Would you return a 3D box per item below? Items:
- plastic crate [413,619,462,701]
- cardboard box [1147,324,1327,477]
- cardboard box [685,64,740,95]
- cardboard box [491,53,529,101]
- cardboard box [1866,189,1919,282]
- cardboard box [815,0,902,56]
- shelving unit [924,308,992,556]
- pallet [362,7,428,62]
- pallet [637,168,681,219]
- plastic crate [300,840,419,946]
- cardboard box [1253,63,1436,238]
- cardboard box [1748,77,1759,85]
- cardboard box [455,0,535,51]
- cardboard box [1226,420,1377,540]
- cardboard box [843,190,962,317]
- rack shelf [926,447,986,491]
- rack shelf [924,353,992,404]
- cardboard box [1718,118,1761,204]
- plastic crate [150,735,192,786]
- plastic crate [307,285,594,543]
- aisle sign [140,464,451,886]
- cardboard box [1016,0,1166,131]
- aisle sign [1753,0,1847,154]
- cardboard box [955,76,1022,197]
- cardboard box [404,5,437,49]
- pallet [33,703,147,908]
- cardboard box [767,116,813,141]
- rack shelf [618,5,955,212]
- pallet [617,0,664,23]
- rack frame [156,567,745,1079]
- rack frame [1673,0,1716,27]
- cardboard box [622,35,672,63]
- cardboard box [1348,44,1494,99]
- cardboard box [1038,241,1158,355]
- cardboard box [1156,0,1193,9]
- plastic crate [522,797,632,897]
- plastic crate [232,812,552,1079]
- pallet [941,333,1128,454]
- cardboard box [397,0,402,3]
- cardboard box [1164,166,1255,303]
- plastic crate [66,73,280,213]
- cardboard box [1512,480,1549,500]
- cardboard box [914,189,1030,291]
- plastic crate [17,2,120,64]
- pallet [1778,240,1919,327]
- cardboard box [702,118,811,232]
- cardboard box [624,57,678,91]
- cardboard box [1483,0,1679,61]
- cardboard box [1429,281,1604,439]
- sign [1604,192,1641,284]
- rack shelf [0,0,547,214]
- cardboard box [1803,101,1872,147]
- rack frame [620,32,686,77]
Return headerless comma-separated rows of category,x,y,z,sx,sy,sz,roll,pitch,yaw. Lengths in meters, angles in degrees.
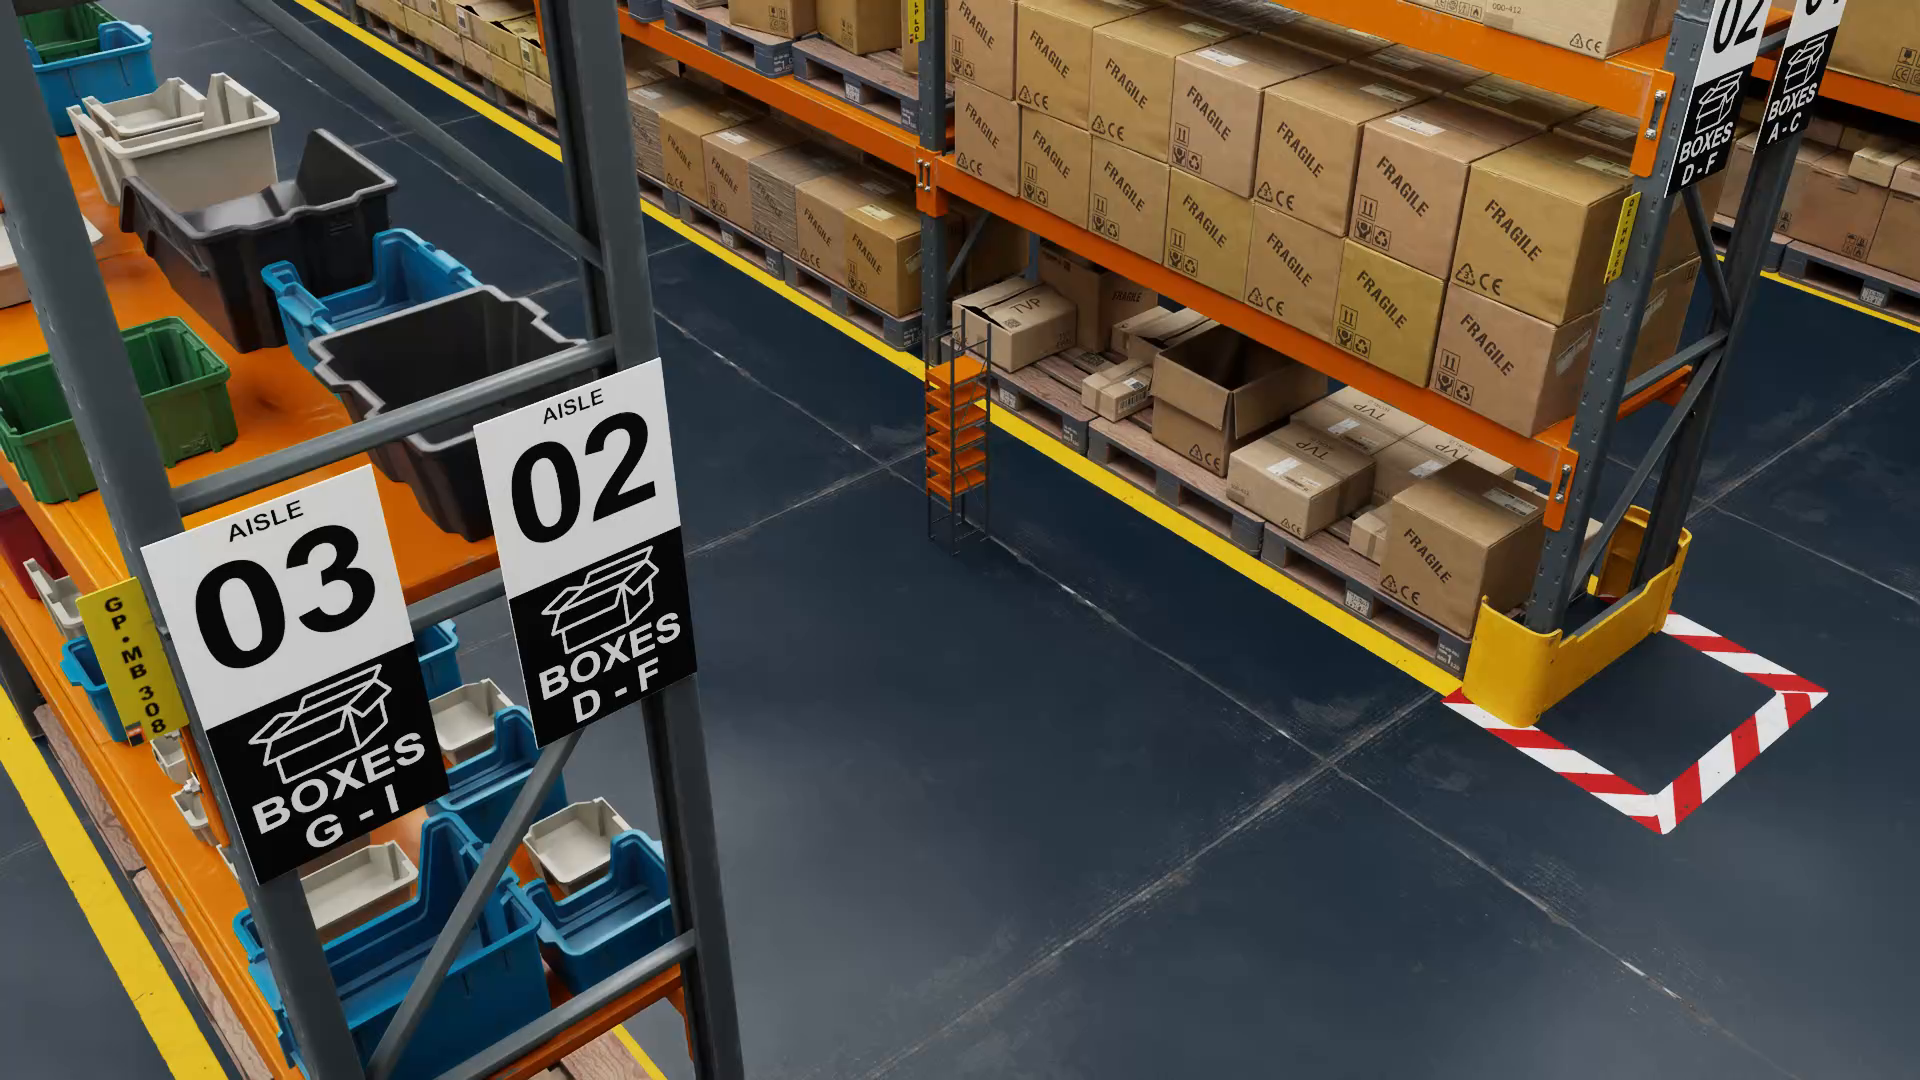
plastic crate,-1.762,0.412,5.165,0.416,0.233,0.300,-26,43,-32
cardboard box,1.417,-0.763,8.512,0.797,0.503,0.637,-26,43,-32
cardboard box,-1.559,-3.313,11.466,0.500,0.250,0.500,-24,42,-30
cardboard box,-3.242,-3.613,12.772,0.500,0.250,0.500,-27,43,-32
cardboard box,6.035,-1.936,10.188,0.700,0.500,0.500,-26,43,-32
cardboard box,-0.427,-3.215,9.744,0.700,0.500,0.500,-19,40,-25
shelving unit,-0.009,-0.496,7.912,0.258,1.200,0.189,-26,43,-32
pallet,-4.457,-4.513,14.440,1.003,0.211,1.213,-26,43,-32
pallet,-1.928,-2.714,11.900,1.003,0.211,1.213,-26,43,-32
plastic crate,-1.669,0.972,4.458,0.396,0.136,0.243,-26,43,-32
cardboard box,1.619,-1.657,7.042,0.500,0.500,0.500,-25,42,-31
cardboard box,5.119,-3.005,11.136,0.380,0.149,0.250,-26,43,-31
cardboard box,-3.571,-4.065,12.924,0.500,0.311,0.500,-26,43,-32
cardboard box,1.652,-0.300,8.077,0.500,0.250,0.500,-26,43,-32
cardboard box,-0.337,-1.700,9.838,0.500,0.500,0.500,-26,43,-32
rack shelf,-0.009,-0.362,8.007,0.258,0.103,0.180,-26,43,-32
rack shelf,-0.009,-0.754,7.730,0.258,0.103,0.180,-26,43,-32
cardboard box,5.037,-2.612,11.142,0.700,0.500,0.500,-25,42,-31
plastic crate,-2.249,0.601,4.982,0.298,0.136,0.250,-26,43,-32
plastic crate,-1.040,-0.263,3.544,0.497,0.269,0.590,-26,43,-32
aisle sign,-1.182,0.262,3.036,0.394,0.787,0.004,-26,43,-32
cardboard box,0.623,-2.338,8.005,0.500,0.500,0.500,-27,44,-33
aisle sign,3.050,-1.804,5.953,0.394,0.787,0.004,-26,43,-32
cardboard box,0.321,-2.144,8.596,0.500,0.500,0.500,-25,42,-31
cardboard box,-4.226,-4.287,13.724,0.500,0.250,0.500,-27,44,-33
pallet,-3.082,0.864,6.848,1.003,0.211,1.213,-26,43,-32
cardboard box,-0.921,-2.572,11.069,0.500,0.500,0.500,-28,44,-33
rack shelf,-1.090,-3.019,10.541,1.077,0.370,4.000,-26,43,-32
pallet,-1.890,-3.845,11.249,1.213,0.211,1.003,-26,43,-32
rack frame,-1.005,1.182,3.986,1.000,3.000,0.127,-26,43,-32
rack frame,2.782,-3.112,4.858,1.000,3.000,0.127,-26,43,-32
cardboard box,-2.495,-3.815,12.572,0.500,0.311,0.500,-24,42,-30
cardboard box,2.034,-1.858,7.326,0.500,0.500,0.500,-25,42,-31
cardboard box,0.785,-1.444,9.475,0.500,0.500,0.500,-26,43,-32
cardboard box,1.057,-2.527,8.271,0.500,0.500,0.500,-27,43,-33
plastic crate,-1.056,0.861,4.616,0.250,0.136,0.298,-26,43,-32
plastic crate,-1.363,1.065,4.069,0.616,0.435,0.499,-26,43,-32
pallet,0.643,-0.988,9.463,1.003,0.211,1.213,-26,43,-32
cardboard box,-4.567,-4.742,13.881,0.500,0.311,0.500,-27,43,-32
cardboard box,1.304,-1.474,7.649,0.500,0.500,0.500,-27,43,-32
plastic crate,-2.199,-1.088,4.698,0.437,0.282,0.530,-26,43,-32
cardboard box,2.613,-0.111,7.882,0.380,0.166,0.250,-26,43,-32
cardboard box,0.074,-1.894,10.111,0.500,0.500,0.500,-28,44,-34
plastic crate,-3.082,-1.648,5.569,0.450,0.188,0.662,-26,43,-32
pallet,5.988,-1.699,10.467,1.003,0.211,1.213,-26,43,-32
cardboard box,-1.303,-2.367,10.779,0.500,0.500,0.500,-28,44,-33
cardboard box,-2.306,-3.048,11.740,0.500,0.500,0.500,-24,42,-30
cardboard box,2.249,-1.955,5.950,0.500,0.250,0.500,-26,43,-32
cardboard box,2.285,-0.801,6.699,0.500,0.500,0.500,-25,42,-30
sign,2.345,-1.067,5.886,0.100,0.325,0.005,-26,43,-32
rack shelf,-2.295,-1.693,3.822,1.077,0.370,4.000,-26,43,-32
cardboard box,5.615,-2.667,10.658,0.380,0.149,0.250,-25,42,-31
rack frame,-2.381,-4.196,11.579,1.000,3.000,0.127,-26,43,-32
